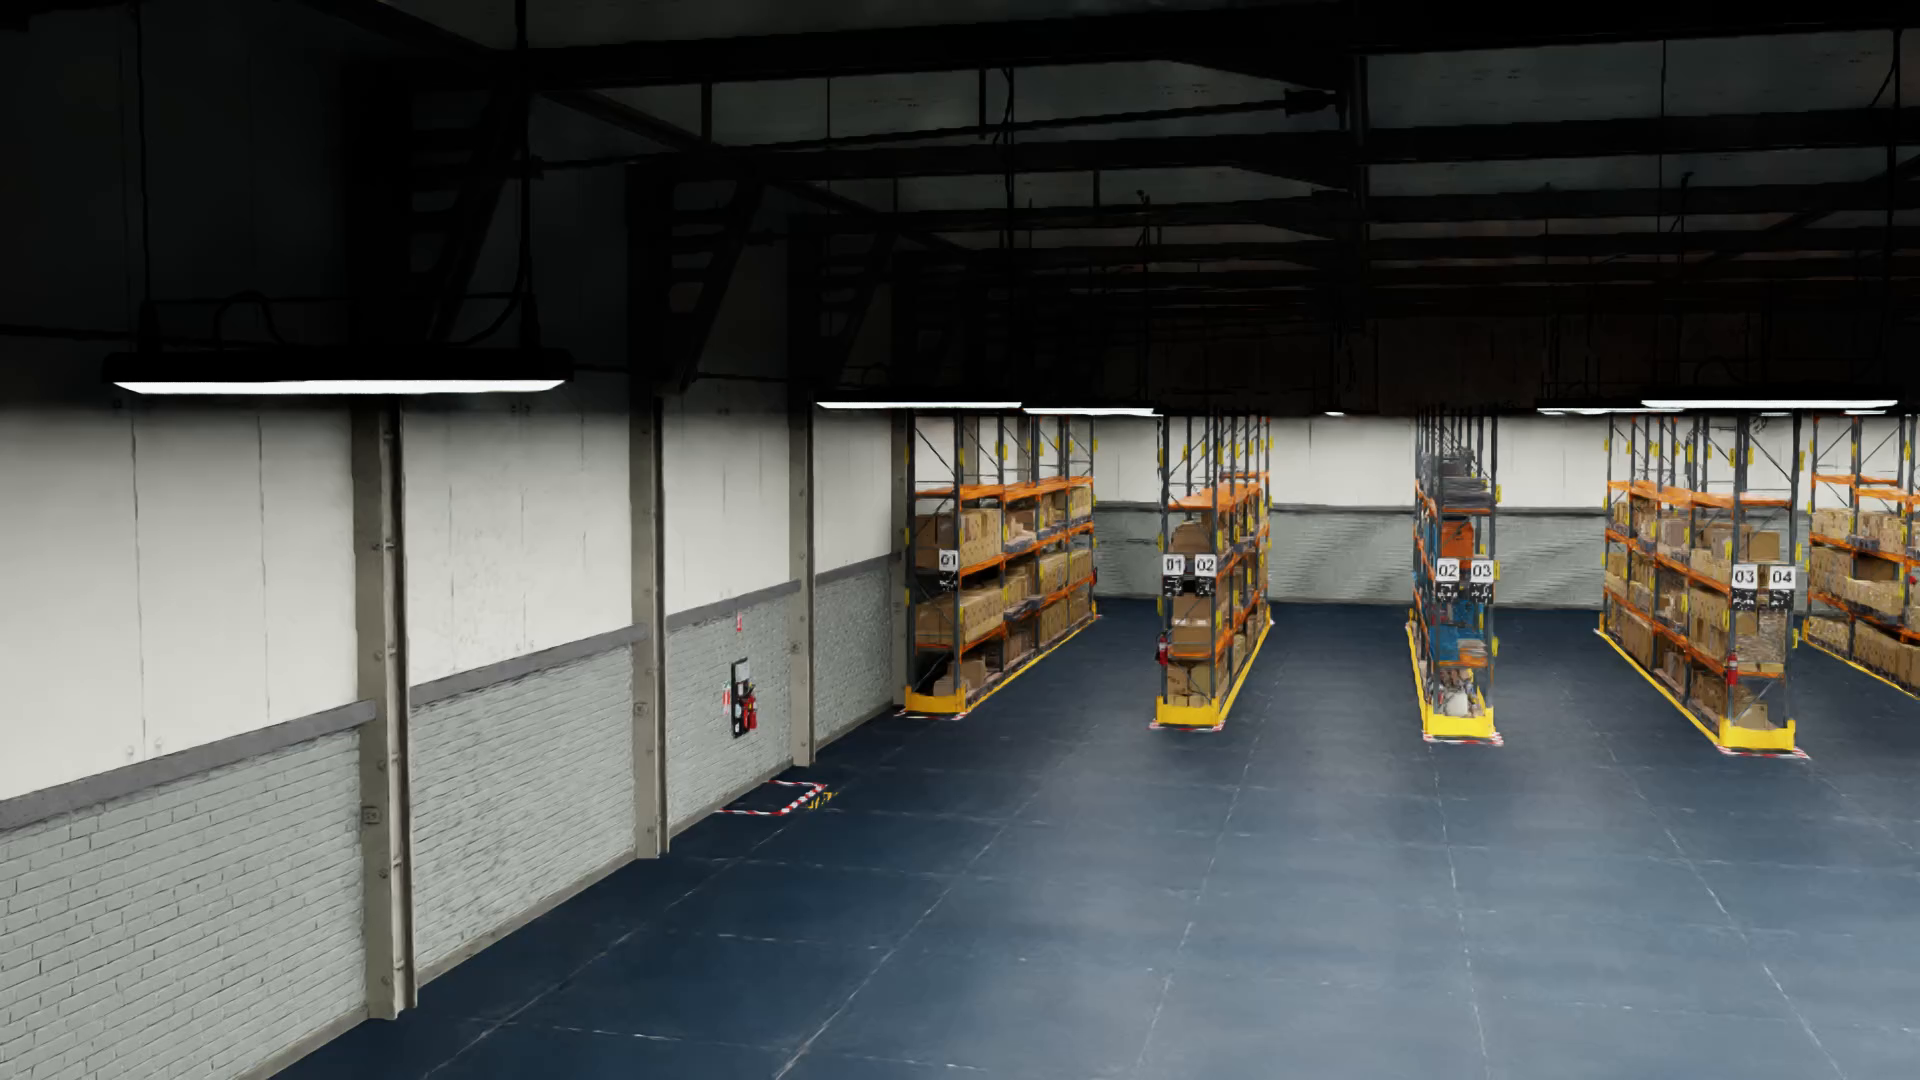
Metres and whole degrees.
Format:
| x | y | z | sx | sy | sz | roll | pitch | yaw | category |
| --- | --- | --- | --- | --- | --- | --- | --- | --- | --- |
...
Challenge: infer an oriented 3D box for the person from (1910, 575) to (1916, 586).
| x | y | z | sx | sy | sz | roll | pitch | yaw | category |
| --- | --- | --- | --- | --- | --- | --- | --- | --- | --- |
| 23.878 | 1.777 | 41.714 | 0.443 | 1.781 | 0.600 | -1 | 4 | -16 | person |
